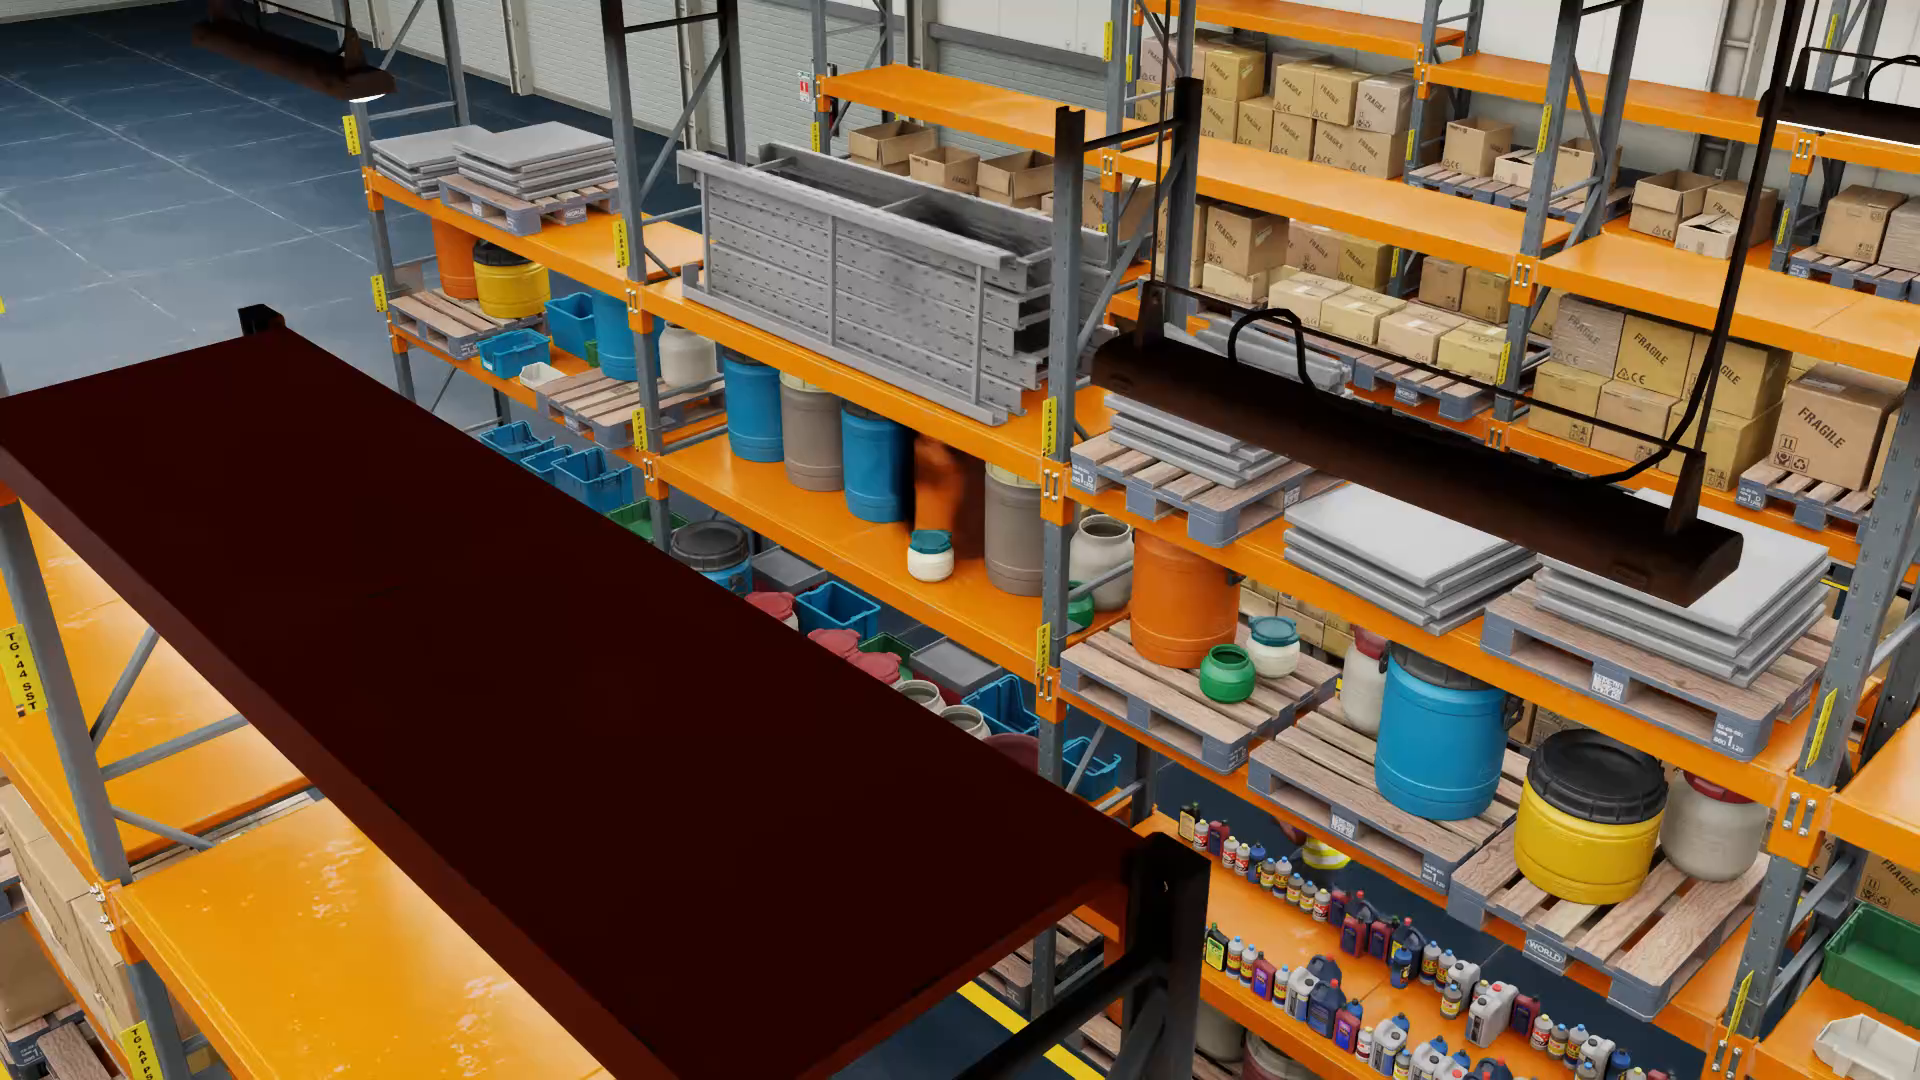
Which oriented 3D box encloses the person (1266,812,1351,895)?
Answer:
[{"bbox_3d":[2.402,2.082,11.248,0.712,1.646,0.690,17,32,28],"label":"person"}]
